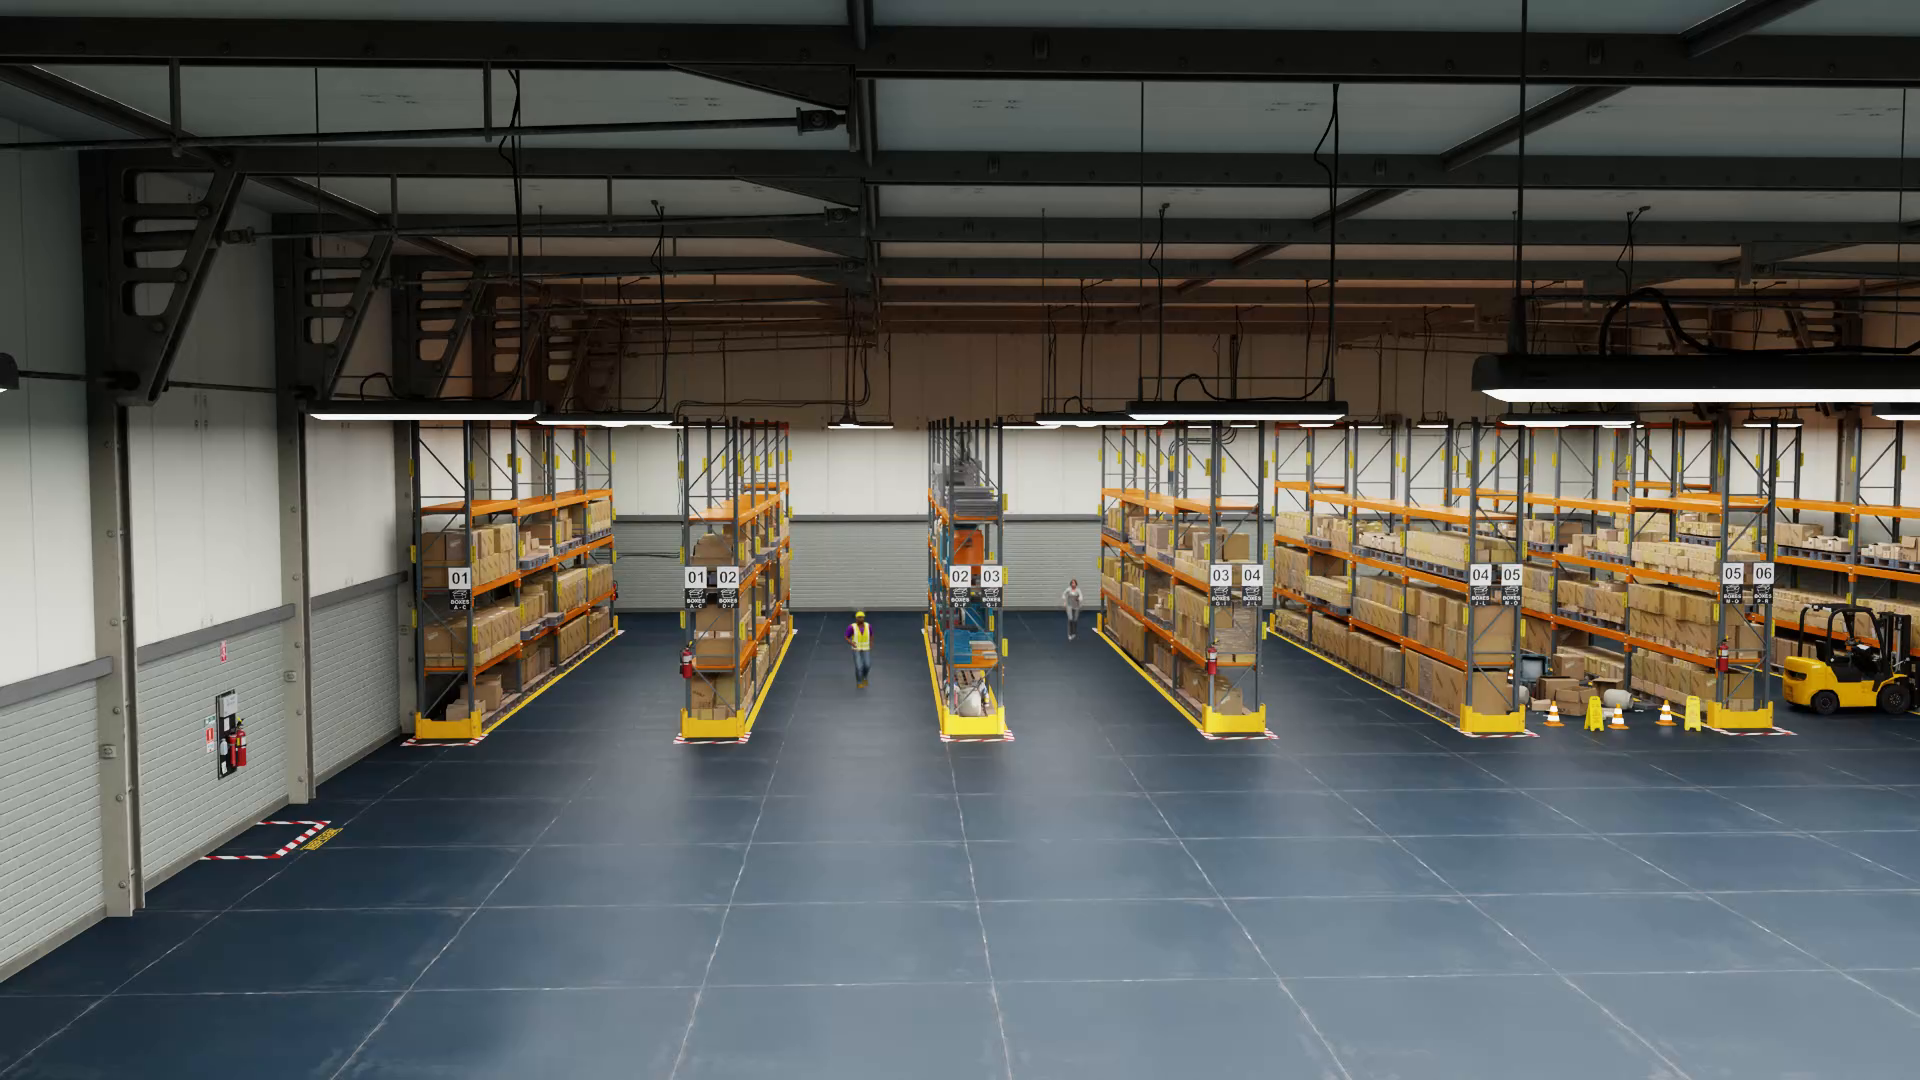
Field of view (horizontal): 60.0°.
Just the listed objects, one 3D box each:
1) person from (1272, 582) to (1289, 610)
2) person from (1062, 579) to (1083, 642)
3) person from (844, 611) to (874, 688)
[{"bbox_3d":[9.636,1.615,49.497,0.891,1.835,0.650,-3,5,-42],"label":"person"},{"bbox_3d":[2.982,1.848,43.950,0.503,1.642,0.708,0,4,-5],"label":"person"},{"bbox_3d":[-2.208,2.443,36.926,0.697,1.723,0.567,-1,4,-15],"label":"person"}]
